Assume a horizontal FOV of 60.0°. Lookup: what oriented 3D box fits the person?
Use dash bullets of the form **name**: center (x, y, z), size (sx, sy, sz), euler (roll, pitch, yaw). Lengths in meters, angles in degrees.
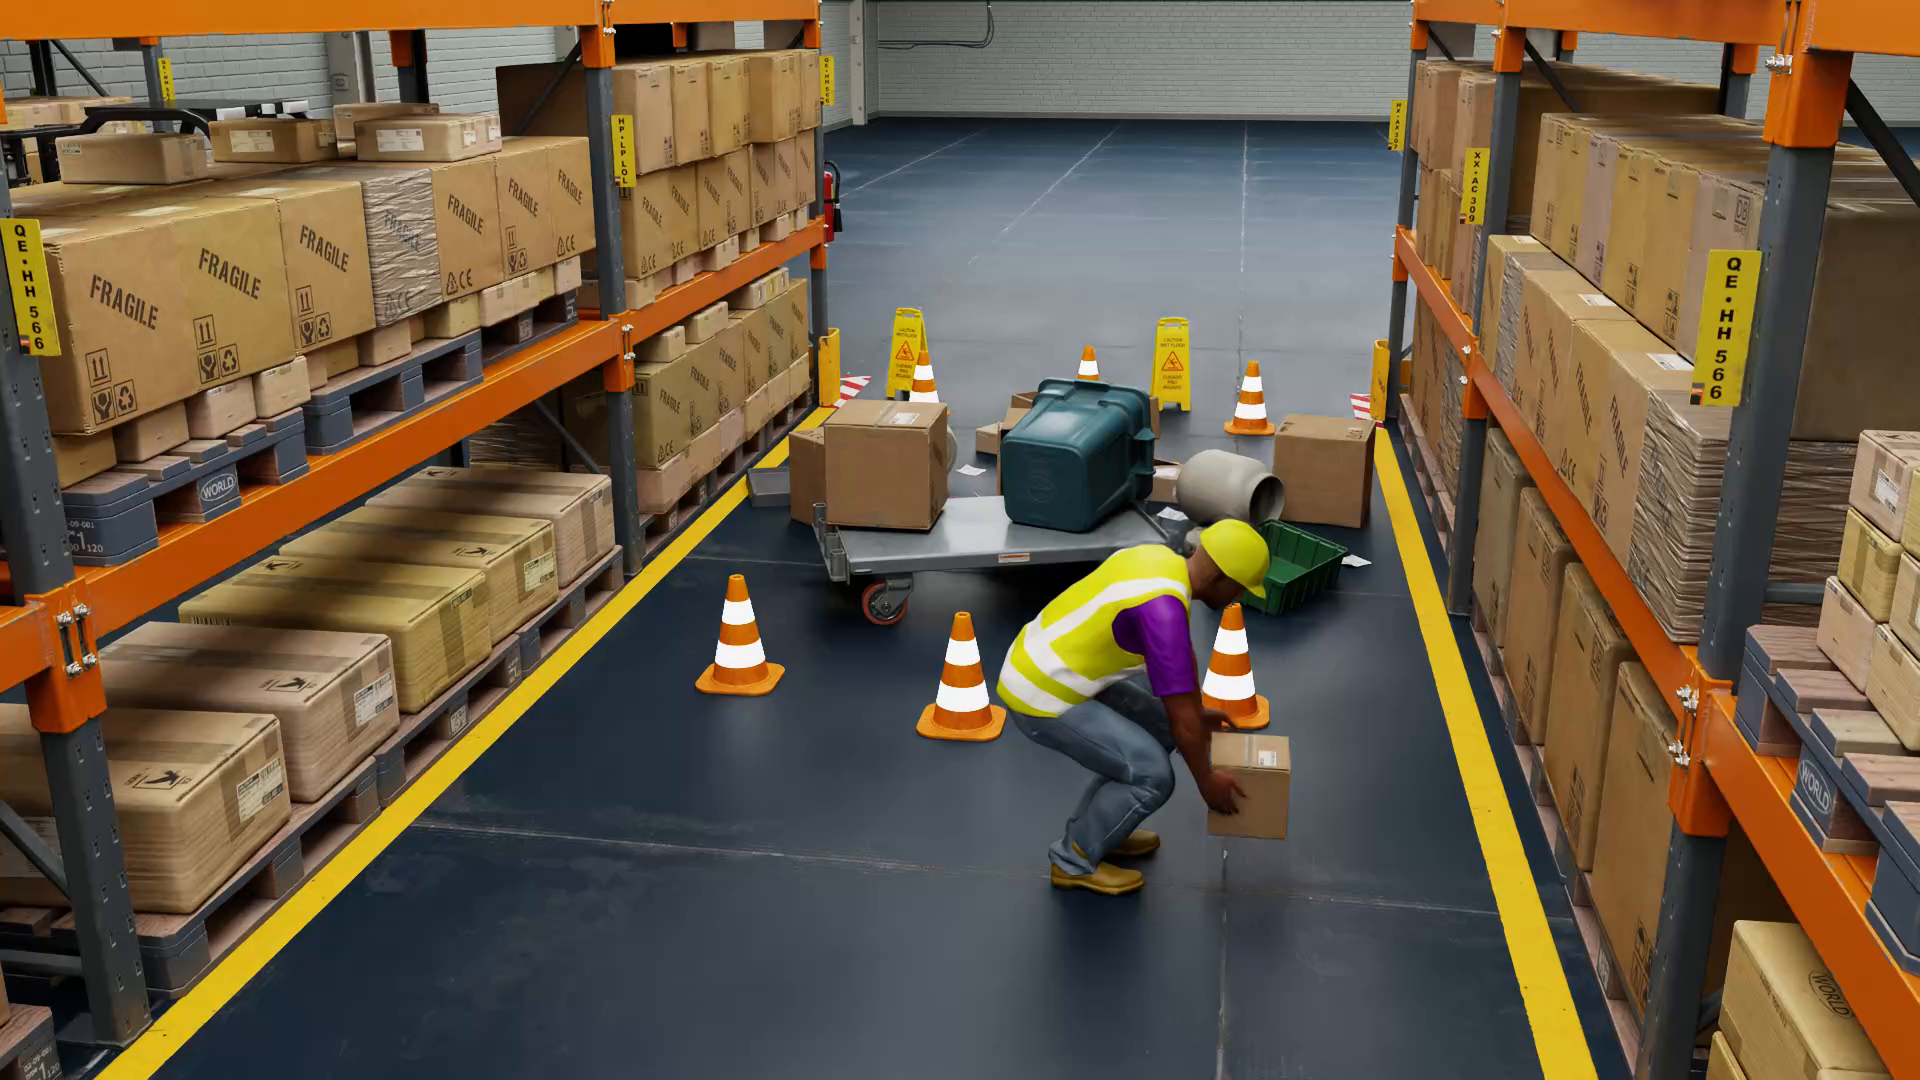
- **person**: center (0.548, 0.500, 5.376), size (0.839, 1.207, 0.620), euler (3, 18, 9)
